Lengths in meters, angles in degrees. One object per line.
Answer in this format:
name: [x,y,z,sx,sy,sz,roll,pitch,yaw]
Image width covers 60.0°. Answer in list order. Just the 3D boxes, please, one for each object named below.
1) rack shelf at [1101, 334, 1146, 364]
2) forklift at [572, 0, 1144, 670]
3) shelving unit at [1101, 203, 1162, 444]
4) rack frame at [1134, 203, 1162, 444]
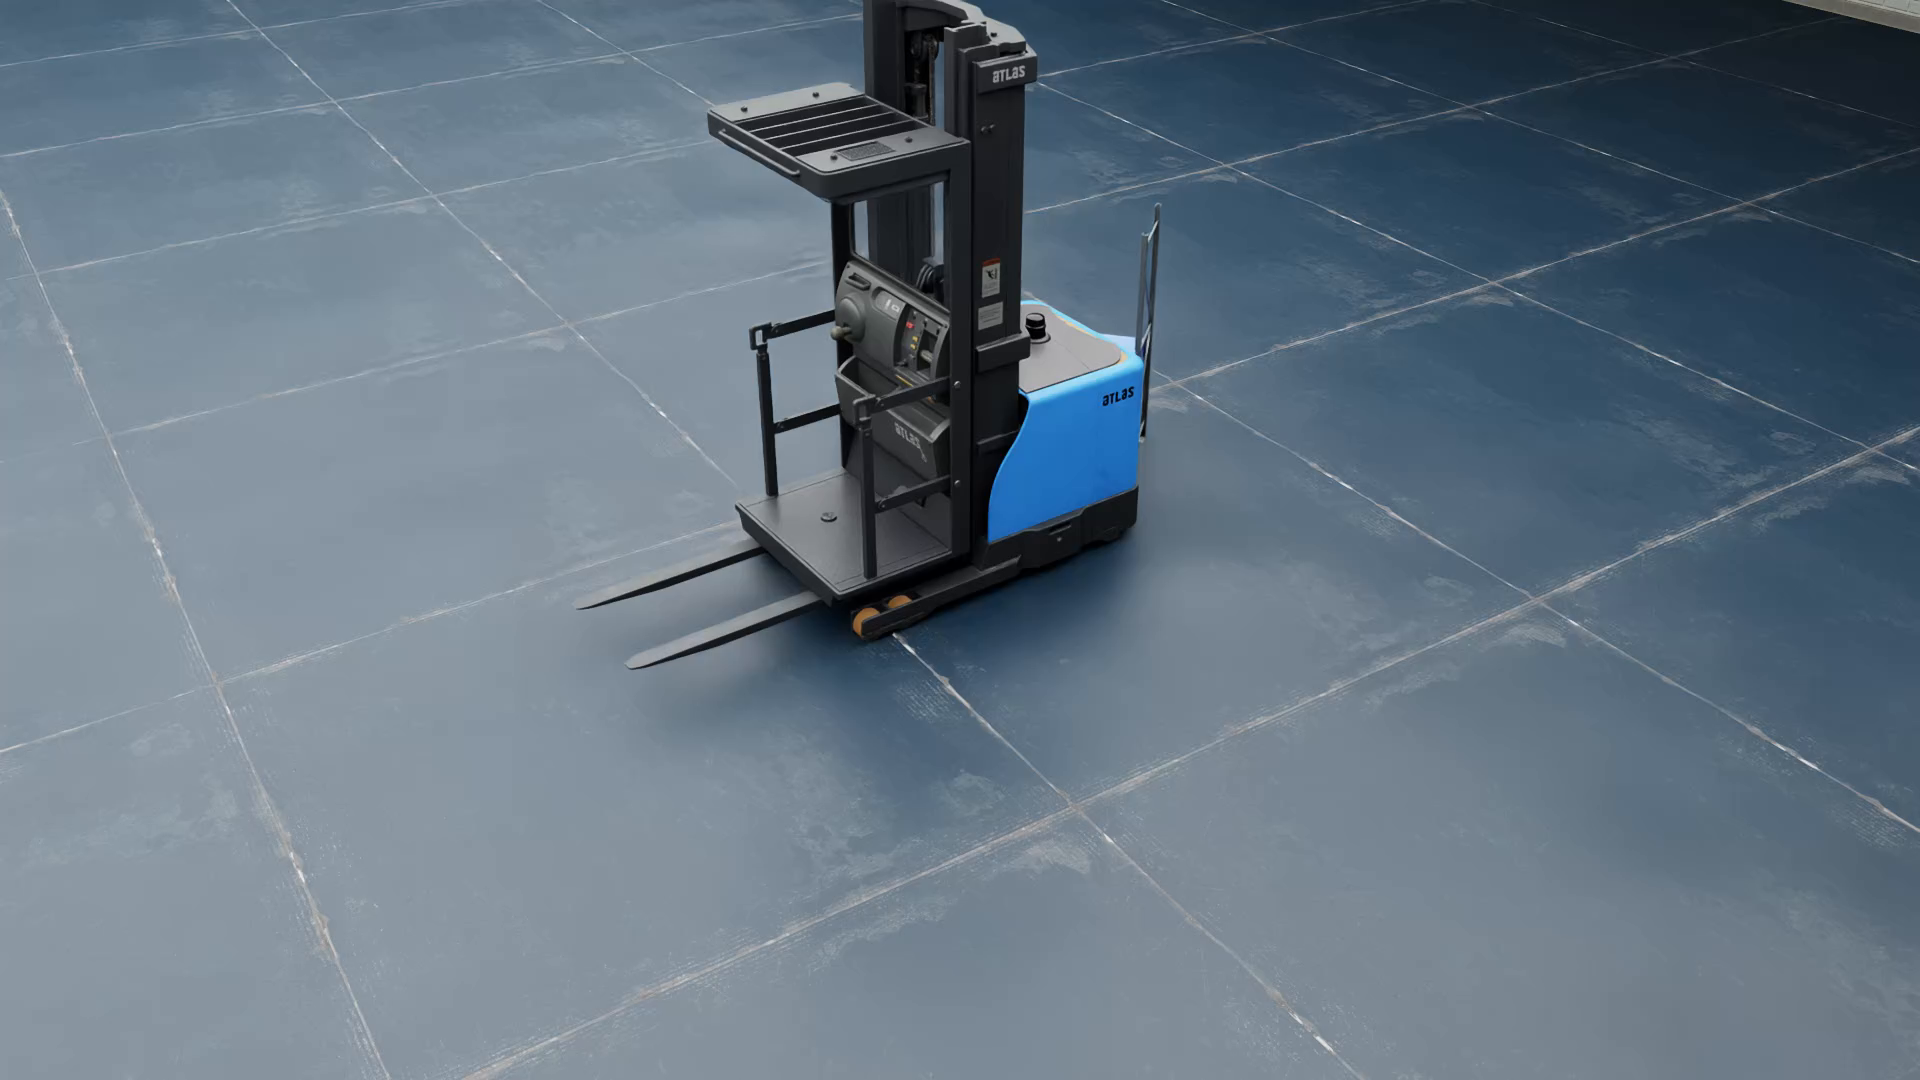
rack shelf: [0.580,-1.074,9.882,1.000,0.185,0.538,8,33,13]
forklift: [-0.513,-1.048,8.165,3.031,2.935,1.130,-20,38,-29]
shelving unit: [0.580,-1.226,9.786,1.048,1.500,0.538,8,33,13]
rack frame: [1.071,-1.156,9.675,0.032,1.500,0.500,8,33,13]
